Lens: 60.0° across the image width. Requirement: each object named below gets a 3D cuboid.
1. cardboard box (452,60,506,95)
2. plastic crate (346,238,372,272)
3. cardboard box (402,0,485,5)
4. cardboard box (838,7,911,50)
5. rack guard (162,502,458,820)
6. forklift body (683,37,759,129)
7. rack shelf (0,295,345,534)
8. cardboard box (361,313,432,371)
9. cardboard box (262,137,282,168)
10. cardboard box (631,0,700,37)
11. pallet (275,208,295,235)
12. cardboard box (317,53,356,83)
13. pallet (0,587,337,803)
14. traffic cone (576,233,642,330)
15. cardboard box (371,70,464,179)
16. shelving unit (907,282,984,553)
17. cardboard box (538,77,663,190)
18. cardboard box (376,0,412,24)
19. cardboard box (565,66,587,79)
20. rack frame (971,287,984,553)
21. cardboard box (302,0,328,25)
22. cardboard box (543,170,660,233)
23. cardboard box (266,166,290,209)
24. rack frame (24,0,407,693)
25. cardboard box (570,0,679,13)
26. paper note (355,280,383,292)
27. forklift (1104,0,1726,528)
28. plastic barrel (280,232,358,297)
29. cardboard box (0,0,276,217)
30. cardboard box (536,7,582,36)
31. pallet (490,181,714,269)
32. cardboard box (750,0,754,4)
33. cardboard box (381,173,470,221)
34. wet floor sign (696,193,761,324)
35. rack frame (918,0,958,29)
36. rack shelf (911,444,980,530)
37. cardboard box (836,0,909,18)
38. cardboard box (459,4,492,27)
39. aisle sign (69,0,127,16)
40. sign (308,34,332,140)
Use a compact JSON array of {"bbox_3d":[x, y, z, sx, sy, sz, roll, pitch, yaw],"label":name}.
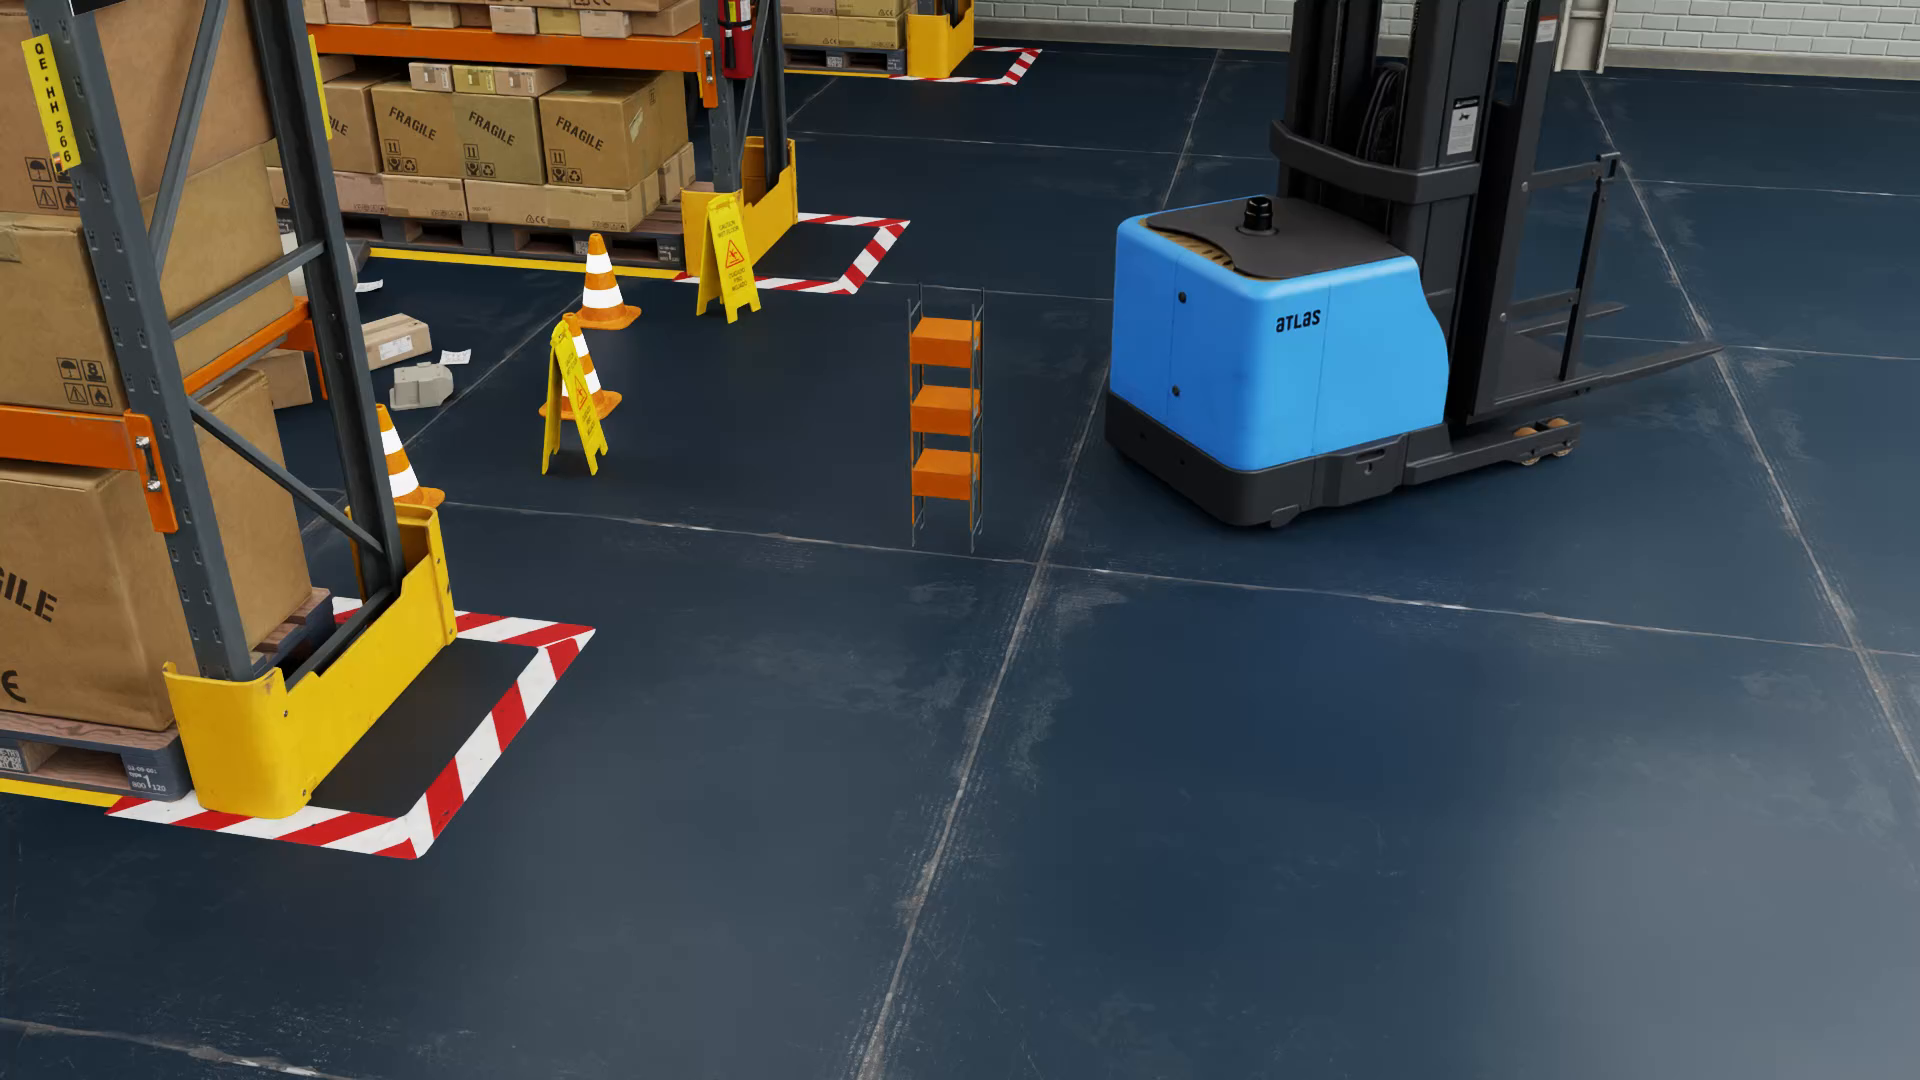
[{"bbox_3d":[-2.671,-2.652,9.440,0.250,0.149,0.380,6,29,11],"label":"cardboard box"},{"bbox_3d":[-3.762,-1.649,9.678,0.583,0.080,0.402,-4,29,-7],"label":"plastic crate"},{"bbox_3d":[-2.780,-3.274,9.193,0.500,0.500,0.500,6,29,10],"label":"cardboard box"},{"bbox_3d":[-0.707,-4.279,13.868,0.500,0.250,0.500,6,29,11],"label":"cardboard box"},{"bbox_3d":[-2.126,0.363,5.567,0.348,0.500,1.175,6,29,11],"label":"rack guard"},{"bbox_3d":[-2.417,-4.363,12.480,1.214,2.155,2.313,6,29,11],"label":"forklift body"},{"bbox_3d":[-4.105,-0.621,5.510,4.000,0.370,1.077,6,29,11],"label":"rack shelf"},{"bbox_3d":[-2.918,-1.003,8.427,0.250,0.149,0.380,23,36,36],"label":"cardboard box"},{"bbox_3d":[-4.080,-2.545,9.920,0.500,0.500,0.500,7,29,13],"label":"cardboard box"},{"bbox_3d":[-1.625,-2.898,9.181,0.250,0.149,0.380,7,29,12],"label":"cardboard box"},{"bbox_3d":[-4.462,-2.198,10.545,1.213,0.211,1.003,6,29,11],"label":"pallet"},{"bbox_3d":[-3.729,-2.760,9.638,0.250,0.149,0.380,8,30,13],"label":"cardboard box"},{"bbox_3d":[-2.948,0.444,5.720,1.213,0.211,1.003,6,29,11],"label":"pallet"},{"bbox_3d":[-1.904,-1.395,8.817,0.334,0.463,0.336,6,29,11],"label":"traffic cone"},{"bbox_3d":[-3.056,-2.440,9.729,0.500,0.500,0.500,5,29,9],"label":"cardboard box"},{"bbox_3d":[-0.052,-0.466,6.508,0.252,1.050,0.215,6,29,11],"label":"shelving unit"},{"bbox_3d":[-2.053,-2.336,9.538,0.500,0.500,0.500,6,29,11],"label":"cardboard box"},{"bbox_3d":[-3.116,-3.060,9.477,0.250,0.149,0.380,6,29,11],"label":"cardboard box"},{"bbox_3d":[-2.481,-2.641,10.096,0.500,0.500,0.500,5,29,9],"label":"cardboard box"},{"bbox_3d":[0.067,-0.454,6.485,0.008,1.050,0.200,6,29,11],"label":"rack frame"},{"bbox_3d":[-3.636,-3.047,9.453,0.250,0.149,0.380,6,29,11],"label":"cardboard box"},{"bbox_3d":[-2.085,-2.006,9.716,0.500,0.250,0.500,6,29,10],"label":"cardboard box"},{"bbox_3d":[-4.081,-2.216,10.100,0.500,0.250,0.500,8,30,13],"label":"cardboard box"},{"bbox_3d":[-2.149,-0.736,4.971,0.127,3.000,1.000,6,29,11],"label":"rack frame"},{"bbox_3d":[-1.803,-3.170,9.003,0.500,0.500,0.500,5,29,10],"label":"cardboard box"},{"bbox_3d":[-3.320,-1.427,9.325,0.148,0.019,0.142,-4,29,-7],"label":"paper note"},{"bbox_3d":[2.191,-1.824,7.029,3.031,2.935,1.130,-14,32,-24],"label":"forklift"},{"bbox_3d":[-3.551,-1.437,8.934,0.512,0.421,0.421,-21,35,-33],"label":"plastic barrel"},{"bbox_3d":[-2.504,-1.331,4.777,0.550,0.550,0.875,6,29,11],"label":"cardboard box"},{"bbox_3d":[-2.142,-2.907,9.197,0.250,0.149,0.380,5,29,10],"label":"cardboard box"},{"bbox_3d":[-2.076,-1.953,10.098,1.213,0.211,1.003,6,29,11],"label":"pallet"},{"bbox_3d":[-1.720,-4.599,13.932,0.500,0.250,0.500,5,29,9],"label":"cardboard box"},{"bbox_3d":[-3.079,-2.109,9.905,0.500,0.250,0.500,5,29,9],"label":"cardboard box"},{"bbox_3d":[-1.252,-1.516,8.848,0.232,0.644,0.267,17,33,28],"label":"wet floor sign"},{"bbox_3d":[-0.182,-5.402,13.494,0.127,3.000,1.000,6,29,11],"label":"rack frame"},{"bbox_3d":[-0.052,-0.213,6.646,0.240,0.259,0.215,6,29,11],"label":"rack shelf"},{"bbox_3d":[-0.723,-4.502,13.754,0.500,0.250,0.500,5,29,10],"label":"cardboard box"},{"bbox_3d":[-2.621,-3.010,9.386,0.250,0.149,0.380,6,29,11],"label":"cardboard box"},{"bbox_3d":[-2.143,-1.728,4.076,0.004,0.787,0.394,6,29,11],"label":"aisle sign"},{"bbox_3d":[-2.028,-1.410,5.219,0.005,0.325,0.100,6,29,11],"label":"sign"}]
